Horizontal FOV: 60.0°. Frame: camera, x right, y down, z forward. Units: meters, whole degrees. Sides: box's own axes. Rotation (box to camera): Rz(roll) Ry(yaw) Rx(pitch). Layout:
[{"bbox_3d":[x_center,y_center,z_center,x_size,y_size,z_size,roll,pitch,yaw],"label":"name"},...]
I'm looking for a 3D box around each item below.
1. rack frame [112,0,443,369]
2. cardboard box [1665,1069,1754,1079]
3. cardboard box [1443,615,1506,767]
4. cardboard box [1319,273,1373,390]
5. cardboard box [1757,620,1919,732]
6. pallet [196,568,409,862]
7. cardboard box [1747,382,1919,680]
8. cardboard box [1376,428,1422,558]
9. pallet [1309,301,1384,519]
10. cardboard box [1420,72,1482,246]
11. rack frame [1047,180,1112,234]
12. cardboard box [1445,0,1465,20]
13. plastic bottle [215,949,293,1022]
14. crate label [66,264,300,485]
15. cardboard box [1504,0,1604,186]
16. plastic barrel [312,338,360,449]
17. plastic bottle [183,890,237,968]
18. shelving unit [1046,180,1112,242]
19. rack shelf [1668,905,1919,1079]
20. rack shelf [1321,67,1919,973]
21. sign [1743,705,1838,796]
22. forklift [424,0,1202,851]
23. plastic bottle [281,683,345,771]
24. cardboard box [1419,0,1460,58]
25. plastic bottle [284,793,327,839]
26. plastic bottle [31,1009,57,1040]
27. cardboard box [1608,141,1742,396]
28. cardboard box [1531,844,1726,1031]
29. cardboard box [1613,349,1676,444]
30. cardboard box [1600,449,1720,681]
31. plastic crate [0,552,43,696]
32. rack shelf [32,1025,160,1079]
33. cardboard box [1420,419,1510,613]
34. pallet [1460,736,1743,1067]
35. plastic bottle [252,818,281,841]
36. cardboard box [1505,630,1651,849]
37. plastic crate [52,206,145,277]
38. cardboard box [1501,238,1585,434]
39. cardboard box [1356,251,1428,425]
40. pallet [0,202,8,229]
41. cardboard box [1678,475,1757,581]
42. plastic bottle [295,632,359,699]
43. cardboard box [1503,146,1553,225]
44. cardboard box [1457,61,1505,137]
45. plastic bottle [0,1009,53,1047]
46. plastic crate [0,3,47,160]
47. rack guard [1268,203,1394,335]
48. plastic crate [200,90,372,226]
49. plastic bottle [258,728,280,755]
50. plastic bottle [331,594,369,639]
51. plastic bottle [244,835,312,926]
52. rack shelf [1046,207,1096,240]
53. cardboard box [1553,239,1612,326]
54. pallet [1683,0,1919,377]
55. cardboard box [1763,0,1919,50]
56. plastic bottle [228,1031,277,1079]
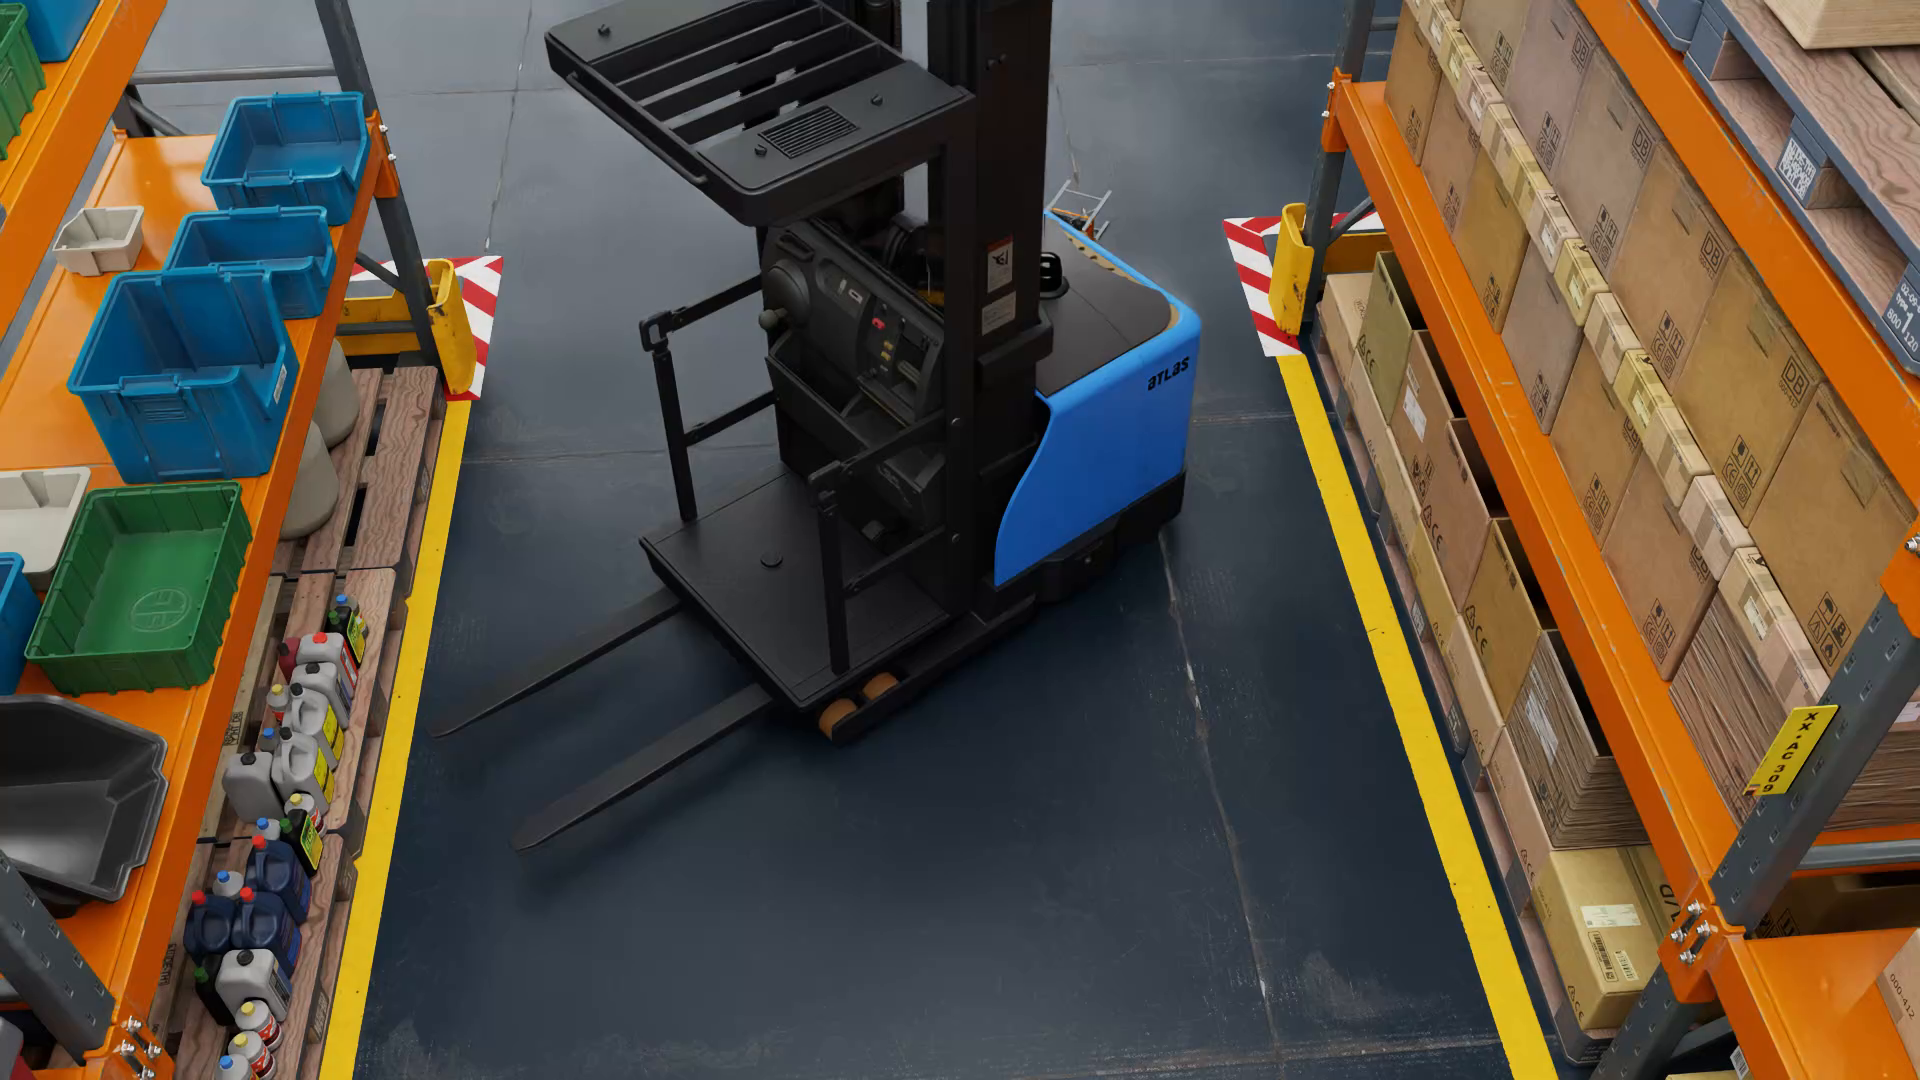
[{"bbox_3d":[-2.863,-1.832,6.555,1.000,3.000,0.127,-3,47,-3],"label":"rack frame"},{"bbox_3d":[2.195,1.687,4.442,0.500,0.311,0.500,-3,47,-3],"label":"cardboard box"},{"bbox_3d":[2.063,0.520,5.933,0.500,0.250,0.500,-3,47,-3],"label":"cardboard box"},{"bbox_3d":[1.897,-0.927,7.303,0.500,0.250,0.500,-3,47,-3],"label":"cardboard box"},{"bbox_3d":[2.172,0.323,3.999,0.380,0.149,0.250,-4,47,-3],"label":"cardboard box"},{"bbox_3d":[-2.648,0.648,6.127,1.003,0.211,1.213,-3,47,-3],"label":"pallet"},{"bbox_3d":[2.365,-0.037,3.893,0.700,0.500,0.500,-3,47,-3],"label":"cardboard box"},{"bbox_3d":[1.984,-0.204,6.618,0.500,0.250,0.500,-3,47,-3],"label":"cardboard box"},{"bbox_3d":[2.179,-0.620,7.329,1.003,0.211,1.213,-3,47,-3],"label":"pallet"},{"bbox_3d":[2.149,-1.446,6.121,0.700,0.500,0.500,-2,47,-2],"label":"cardboard box"},{"bbox_3d":[0.396,-1.373,7.928,0.240,0.006,1.200,19,49,17],"label":"rack frame"},{"bbox_3d":[2.104,-2.234,5.974,0.700,0.500,0.500,-3,47,-3],"label":"cardboard box"},{"bbox_3d":[-2.172,1.358,5.107,0.152,0.276,0.135,-2,47,-2],"label":"plastic bottle"},{"bbox_3d":[-2.439,-0.528,5.297,0.502,0.435,0.616,-3,47,-3],"label":"crate label"},{"bbox_3d":[2.197,-1.489,5.268,0.700,0.500,0.500,-3,47,-3],"label":"cardboard box"},{"bbox_3d":[-2.732,-0.649,6.859,0.421,0.512,0.421,0,47,0],"label":"plastic barrel"},{"bbox_3d":[-2.326,1.222,5.185,0.144,0.351,0.185,-3,47,-3],"label":"plastic bottle"},{"bbox_3d":[0.396,-1.310,7.994,0.258,0.189,1.200,19,49,17],"label":"shelving unit"},{"bbox_3d":[2.576,2.459,2.988,1.077,0.370,4.000,-3,47,-3],"label":"rack shelf"},{"bbox_3d":[2.241,-0.436,5.729,1.077,0.370,4.000,-3,47,-3],"label":"rack shelf"},{"bbox_3d":[1.855,0.474,3.721,0.100,0.325,0.005,-3,47,-3],"label":"sign"},{"bbox_3d":[-0.536,-0.693,5.524,3.031,2.935,1.130,-31,54,-26],"label":"forklift"},{"bbox_3d":[-2.249,0.634,5.741,0.144,0.351,0.185,-2,47,-2],"label":"plastic bottle"},{"bbox_3d":[1.917,-1.899,6.104,0.380,0.149,0.250,-5,47,-4],"label":"cardboard box"},{"bbox_3d":[-2.198,0.921,5.572,0.097,0.201,0.097,0,47,0],"label":"plastic bottle"},{"bbox_3d":[-2.725,1.365,5.049,0.144,0.351,0.185,-3,47,-3],"label":"plastic bottle"},{"bbox_3d":[2.280,-0.765,4.583,0.700,0.500,0.500,-4,47,-3],"label":"cardboard box"},{"bbox_3d":[2.152,1.243,5.248,0.500,0.250,0.500,-3,47,-3],"label":"cardboard box"},{"bbox_3d":[2.089,-0.413,4.696,0.380,0.149,0.250,-4,47,-3],"label":"cardboard box"},{"bbox_3d":[2.314,0.028,4.725,0.700,0.500,0.500,-4,47,-4],"label":"cardboard box"},{"bbox_3d":[-2.891,0.329,4.611,0.499,0.251,0.616,-3,47,-3],"label":"plastic crate"},{"bbox_3d":[-2.361,2.757,2.705,1.077,0.370,4.000,-3,47,-3],"label":"rack shelf"},{"bbox_3d":[2.020,-0.100,6.003,0.500,0.500,0.500,-3,47,-3],"label":"cardboard box"},{"bbox_3d":[2.383,1.145,5.657,1.003,0.211,1.213,-3,47,-3],"label":"pallet"},{"bbox_3d":[-2.247,0.999,5.450,0.097,0.271,0.097,0,47,0],"label":"plastic bottle"},{"bbox_3d":[2.121,0.623,5.319,0.500,0.500,0.500,-3,47,-3],"label":"cardboard box"},{"bbox_3d":[-3.109,-1.074,6.019,0.298,0.136,0.250,-3,47,-3],"label":"plastic crate"},{"bbox_3d":[2.232,-0.706,5.420,0.700,0.500,0.500,-2,47,-2],"label":"cardboard box"},{"bbox_3d":[1.940,-0.824,6.689,0.500,0.500,0.500,-3,47,-3],"label":"cardboard box"},{"bbox_3d":[-2.686,-0.420,3.283,1.213,0.211,1.003,-3,47,-3],"label":"pallet"},{"bbox_3d":[2.129,-0.045,4.348,0.380,0.149,0.250,-5,47,-4],"label":"cardboard box"},{"bbox_3d":[-2.278,0.440,5.977,0.152,0.276,0.135,-3,47,-3],"label":"plastic bottle"},{"bbox_3d":[2.002,-1.159,5.402,0.380,0.149,0.250,-4,47,-4],"label":"cardboard box"},{"bbox_3d":[1.955,-1.536,5.760,0.380,0.149,0.250,-4,47,-4],"label":"cardboard box"},{"bbox_3d":[-2.869,1.374,5.041,0.144,0.351,0.185,-5,47,-4],"label":"plastic bottle"},{"bbox_3d":[-2.389,-1.054,3.899,0.336,0.188,0.450,-3,47,-3],"label":"plastic crate"},{"bbox_3d":[2.071,-1.288,7.762,1.175,0.500,0.348,-3,47,-3],"label":"rack guard"},{"bbox_3d":[-2.523,-1.436,6.283,0.499,0.251,0.616,-3,47,-3],"label":"plastic crate"},{"bbox_3d":[-2.366,0.725,5.759,0.097,0.201,0.097,0,47,0],"label":"plastic bottle"},{"bbox_3d":[-2.272,0.282,6.178,0.097,0.201,0.097,0,47,0],"label":"plastic bottle"},{"bbox_3d":[-2.198,1.076,5.323,0.144,0.351,0.185,-5,47,-5],"label":"plastic bottle"},{"bbox_3d":[0.529,-1.518,8.191,0.258,0.180,0.103,19,49,17],"label":"rack shelf"},{"bbox_3d":[2.042,-0.788,5.051,0.380,0.149,0.250,-2,47,-2],"label":"cardboard box"},{"bbox_3d":[2.311,-0.852,3.623,1.003,0.211,1.213,-3,47,-3],"label":"pallet"},{"bbox_3d":[2.035,-1.230,3.706,0.380,0.149,0.250,-3,47,-3],"label":"cardboard box"},{"bbox_3d":[-2.126,1.543,4.984,0.097,0.201,0.097,0,47,0],"label":"plastic bottle"}]
